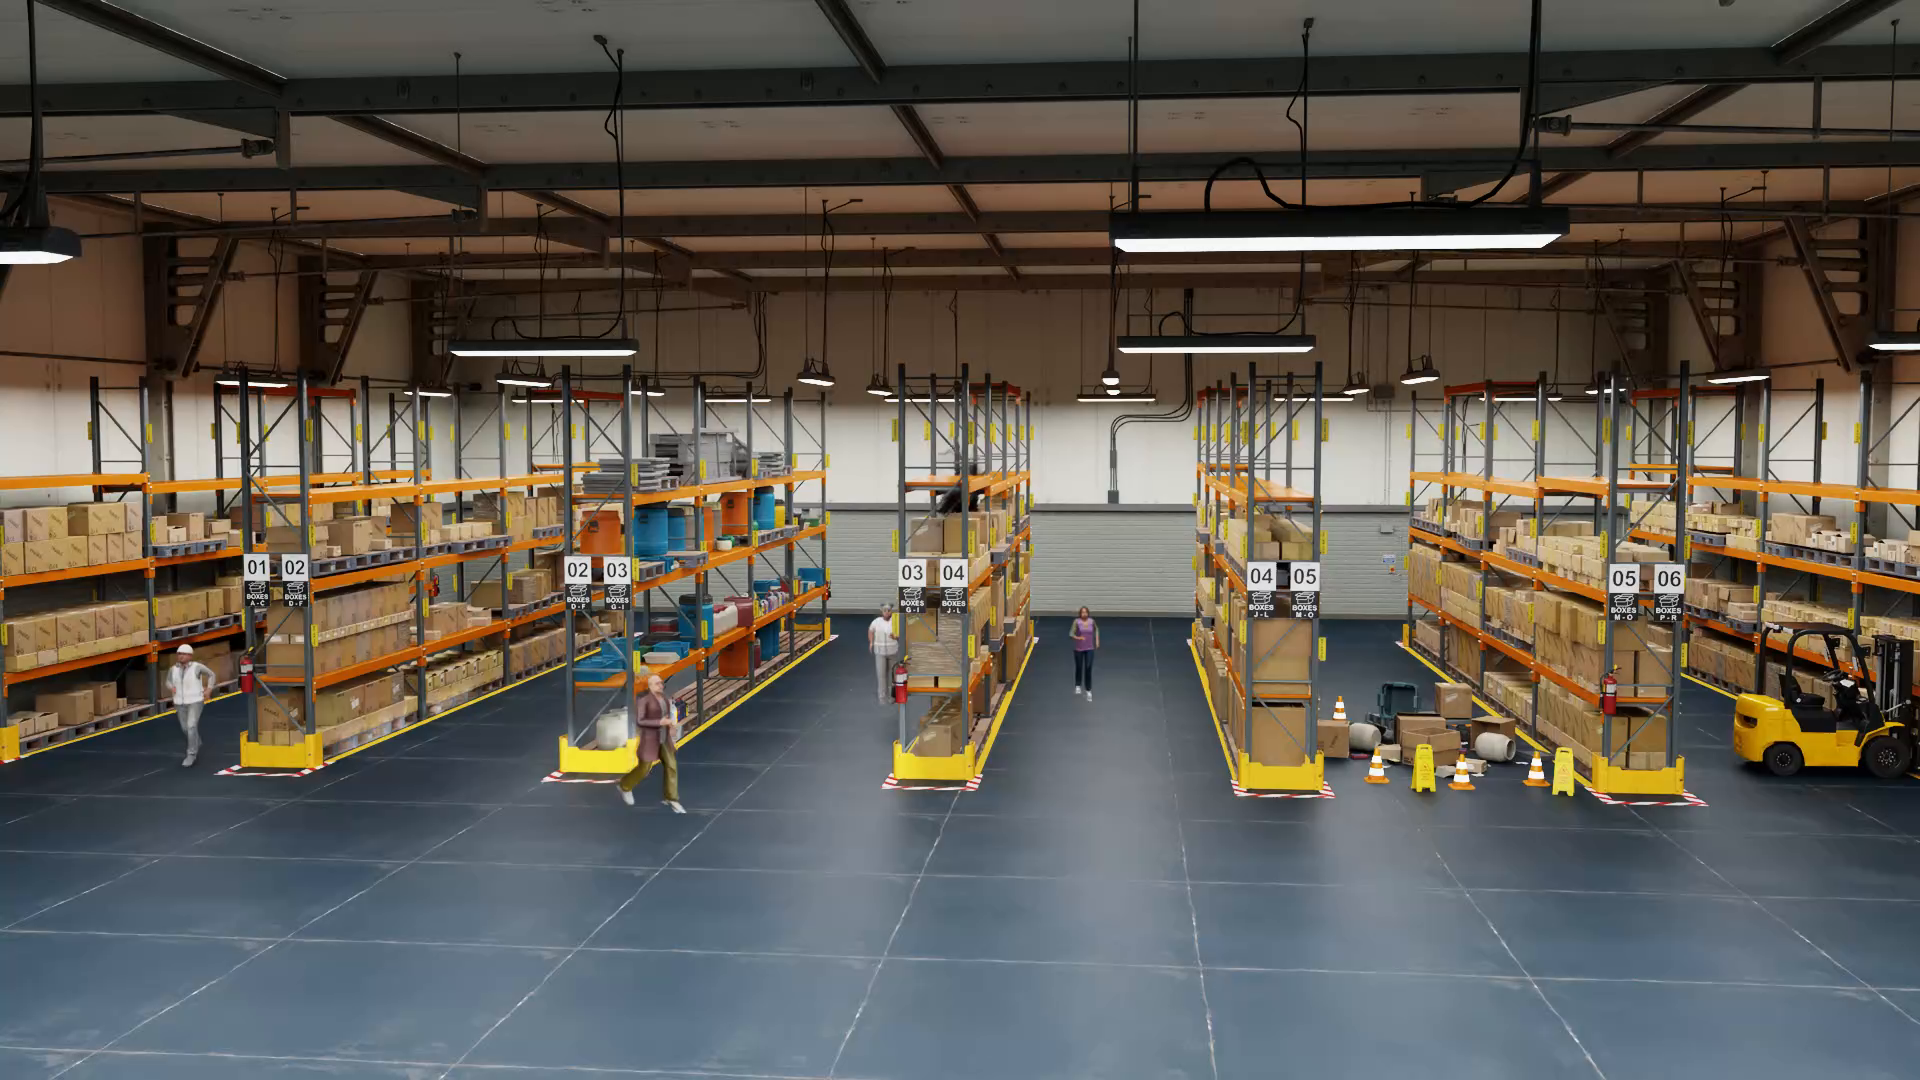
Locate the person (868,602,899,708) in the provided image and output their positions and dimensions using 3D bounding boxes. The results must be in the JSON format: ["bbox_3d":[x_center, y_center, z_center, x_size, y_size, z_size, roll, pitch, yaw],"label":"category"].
[{"bbox_3d":[-1.262,1.980,28.739,0.662,1.823,0.891,0,4,-2],"label":"person"}]

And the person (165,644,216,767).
[{"bbox_3d":[-11.738,2.480,25.301,0.708,1.801,0.914,0,4,1],"label":"person"}]

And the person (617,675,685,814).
[{"bbox_3d":[-4.091,2.692,22.105,1.042,1.816,0.726,3,5,36],"label":"person"}]

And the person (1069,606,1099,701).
[{"bbox_3d":[2.218,2.004,29.756,0.558,1.666,0.692,0,4,-4],"label":"person"}]
